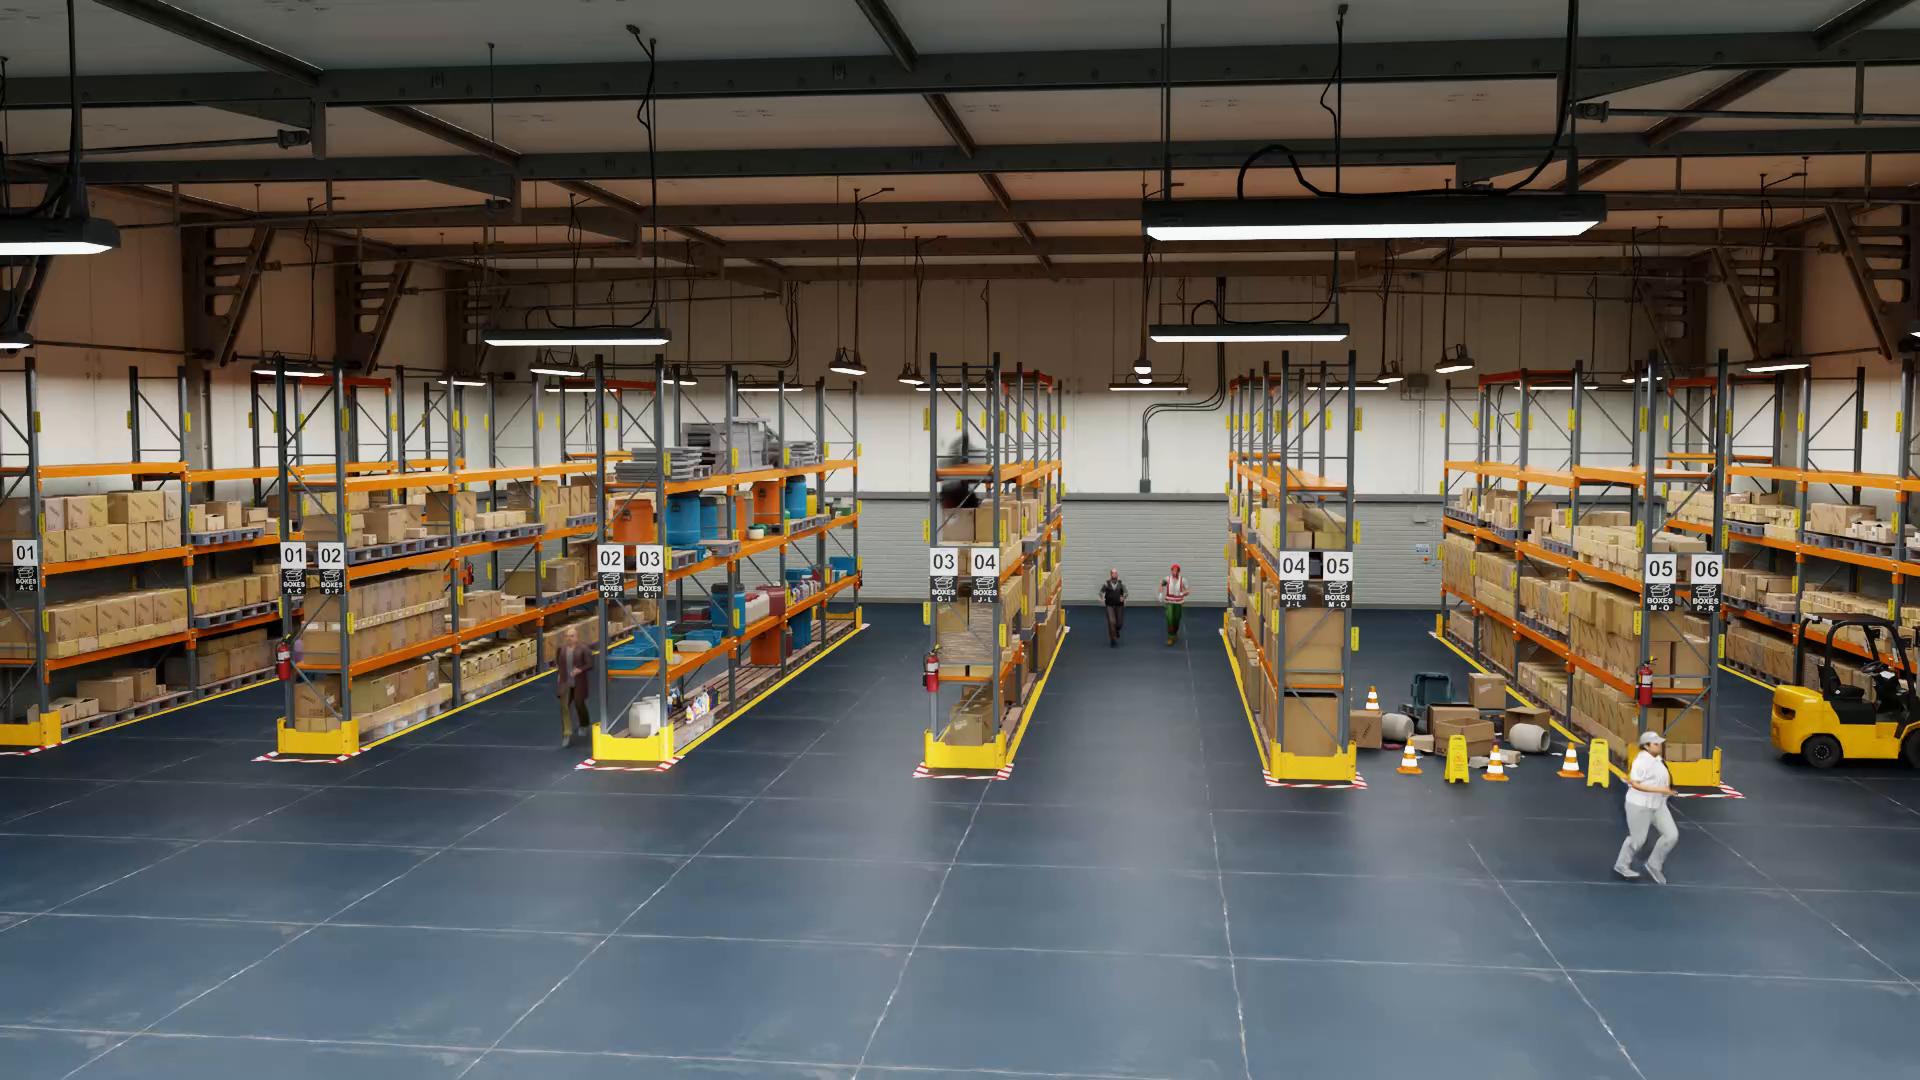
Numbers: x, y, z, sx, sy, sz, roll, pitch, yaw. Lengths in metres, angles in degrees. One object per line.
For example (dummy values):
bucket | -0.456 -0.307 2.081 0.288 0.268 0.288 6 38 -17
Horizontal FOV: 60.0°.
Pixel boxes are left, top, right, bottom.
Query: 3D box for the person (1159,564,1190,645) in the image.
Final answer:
person | 4.838 1.434 37.556 0.697 1.783 0.927 0 4 5

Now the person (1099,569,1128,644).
person | 3.477 1.600 37.664 0.665 1.480 0.735 0 4 0

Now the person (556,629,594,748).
person | -6.031 2.273 26.043 0.646 1.806 1.008 0 4 0

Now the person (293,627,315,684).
person | -10.973 2.283 27.849 0.517 1.515 0.639 0 4 -1

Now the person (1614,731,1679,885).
person | 7.457 2.912 18.033 0.590 1.695 0.706 -3 5 -34
